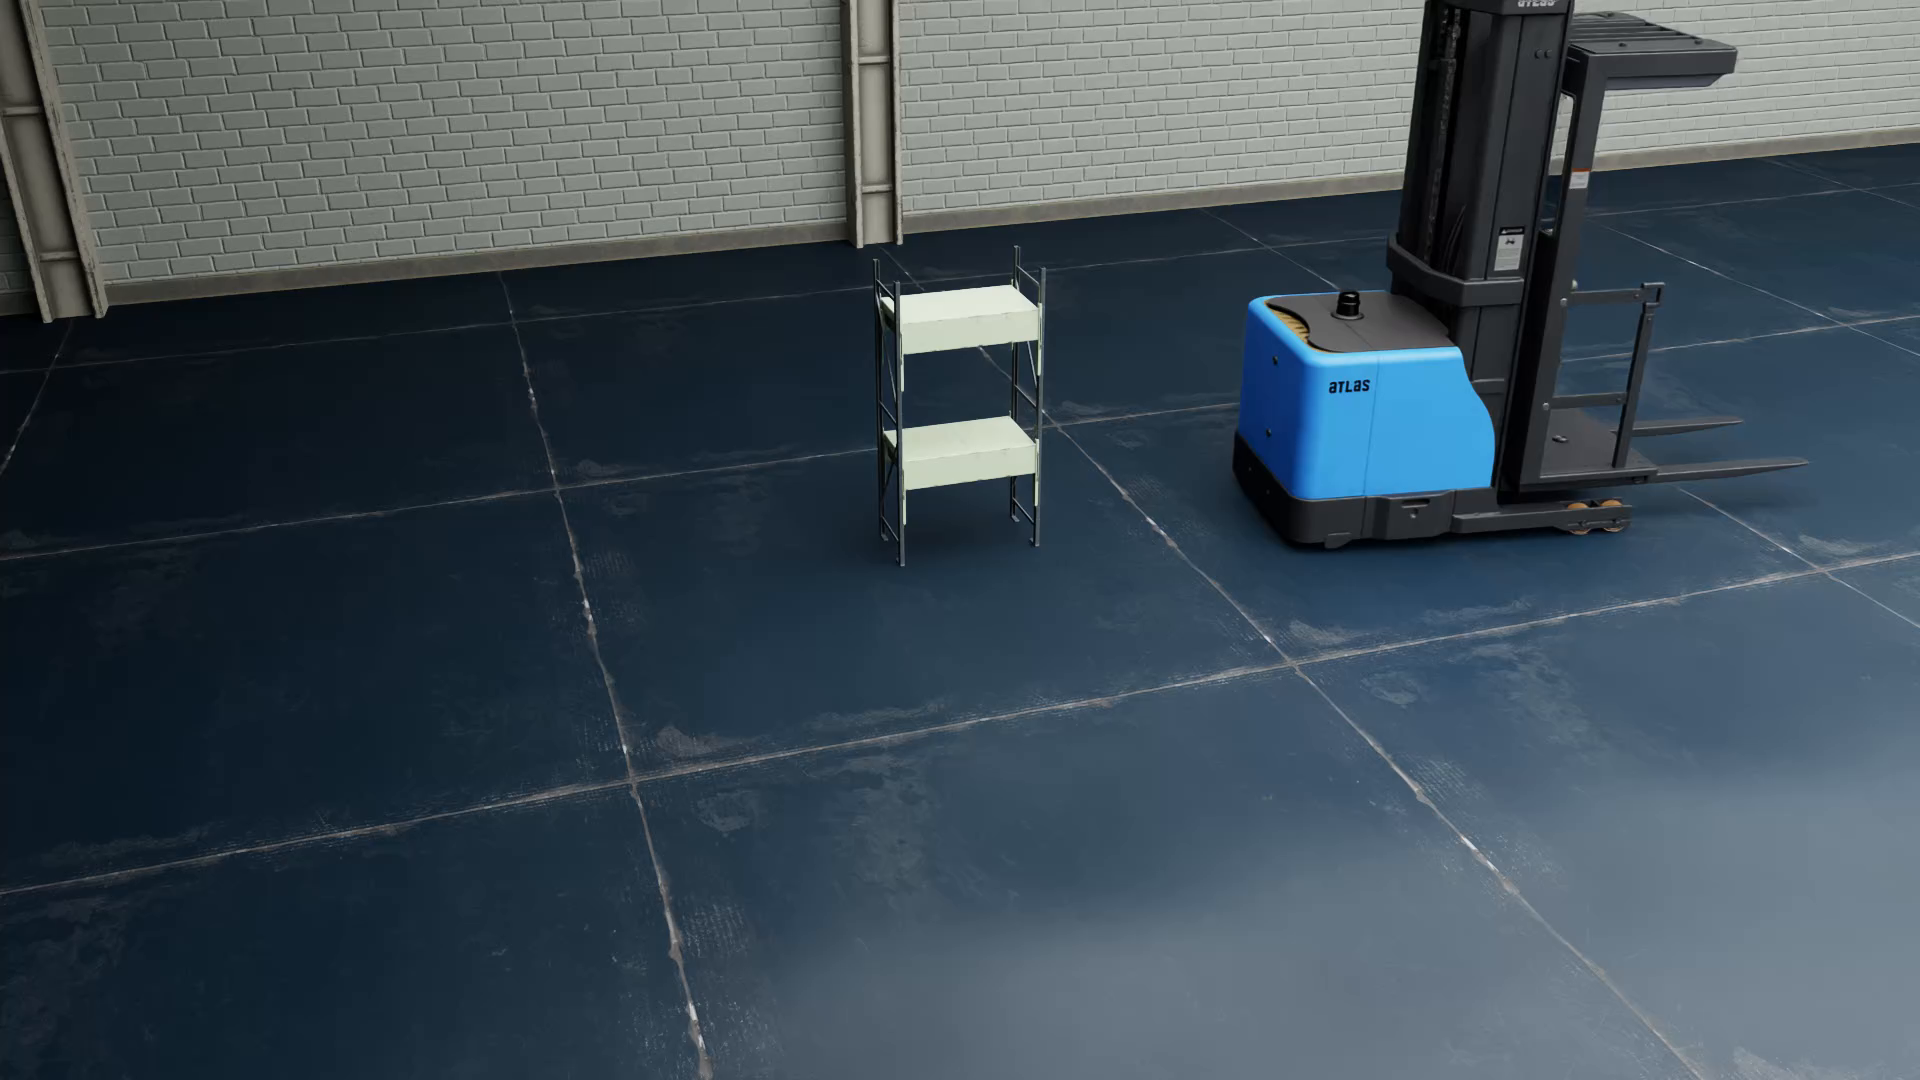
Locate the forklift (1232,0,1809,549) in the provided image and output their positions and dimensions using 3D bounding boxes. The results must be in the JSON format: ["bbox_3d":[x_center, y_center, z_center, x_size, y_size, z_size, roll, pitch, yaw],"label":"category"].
[{"bbox_3d":[3.103,-1.568,8.612,3.031,2.935,1.130,-4,27,-9],"label":"forklift"}]

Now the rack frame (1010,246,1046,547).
[{"bbox_3d":[0.342,-0.721,8.516,0.023,1.500,0.400,-8,28,-16],"label":"rack frame"}]

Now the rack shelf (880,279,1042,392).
[{"bbox_3d":[-0.006,-1.020,8.241,0.720,0.370,0.431,-8,28,-16],"label":"rack shelf"}]

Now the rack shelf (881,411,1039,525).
[{"bbox_3d":[-0.006,-0.379,8.560,0.720,0.370,0.431,-8,28,-16],"label":"rack shelf"}]

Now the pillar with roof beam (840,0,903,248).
[{"bbox_3d":[0.632,-4.678,8.052,0.400,9.000,9.100,-8,28,-16],"label":"pillar with roof beam"}]

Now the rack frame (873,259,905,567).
[{"bbox_3d":[-0.354,-0.620,8.313,0.023,1.500,0.400,-8,28,-16],"label":"rack frame"}]

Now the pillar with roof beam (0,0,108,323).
[{"bbox_3d":[-5.073,-3.851,6.388,0.400,9.000,9.100,-8,28,-16],"label":"pillar with roof beam"}]

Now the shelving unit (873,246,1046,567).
[{"bbox_3d":[-0.006,-0.671,8.415,0.755,1.500,0.431,-8,28,-16],"label":"shelving unit"}]
